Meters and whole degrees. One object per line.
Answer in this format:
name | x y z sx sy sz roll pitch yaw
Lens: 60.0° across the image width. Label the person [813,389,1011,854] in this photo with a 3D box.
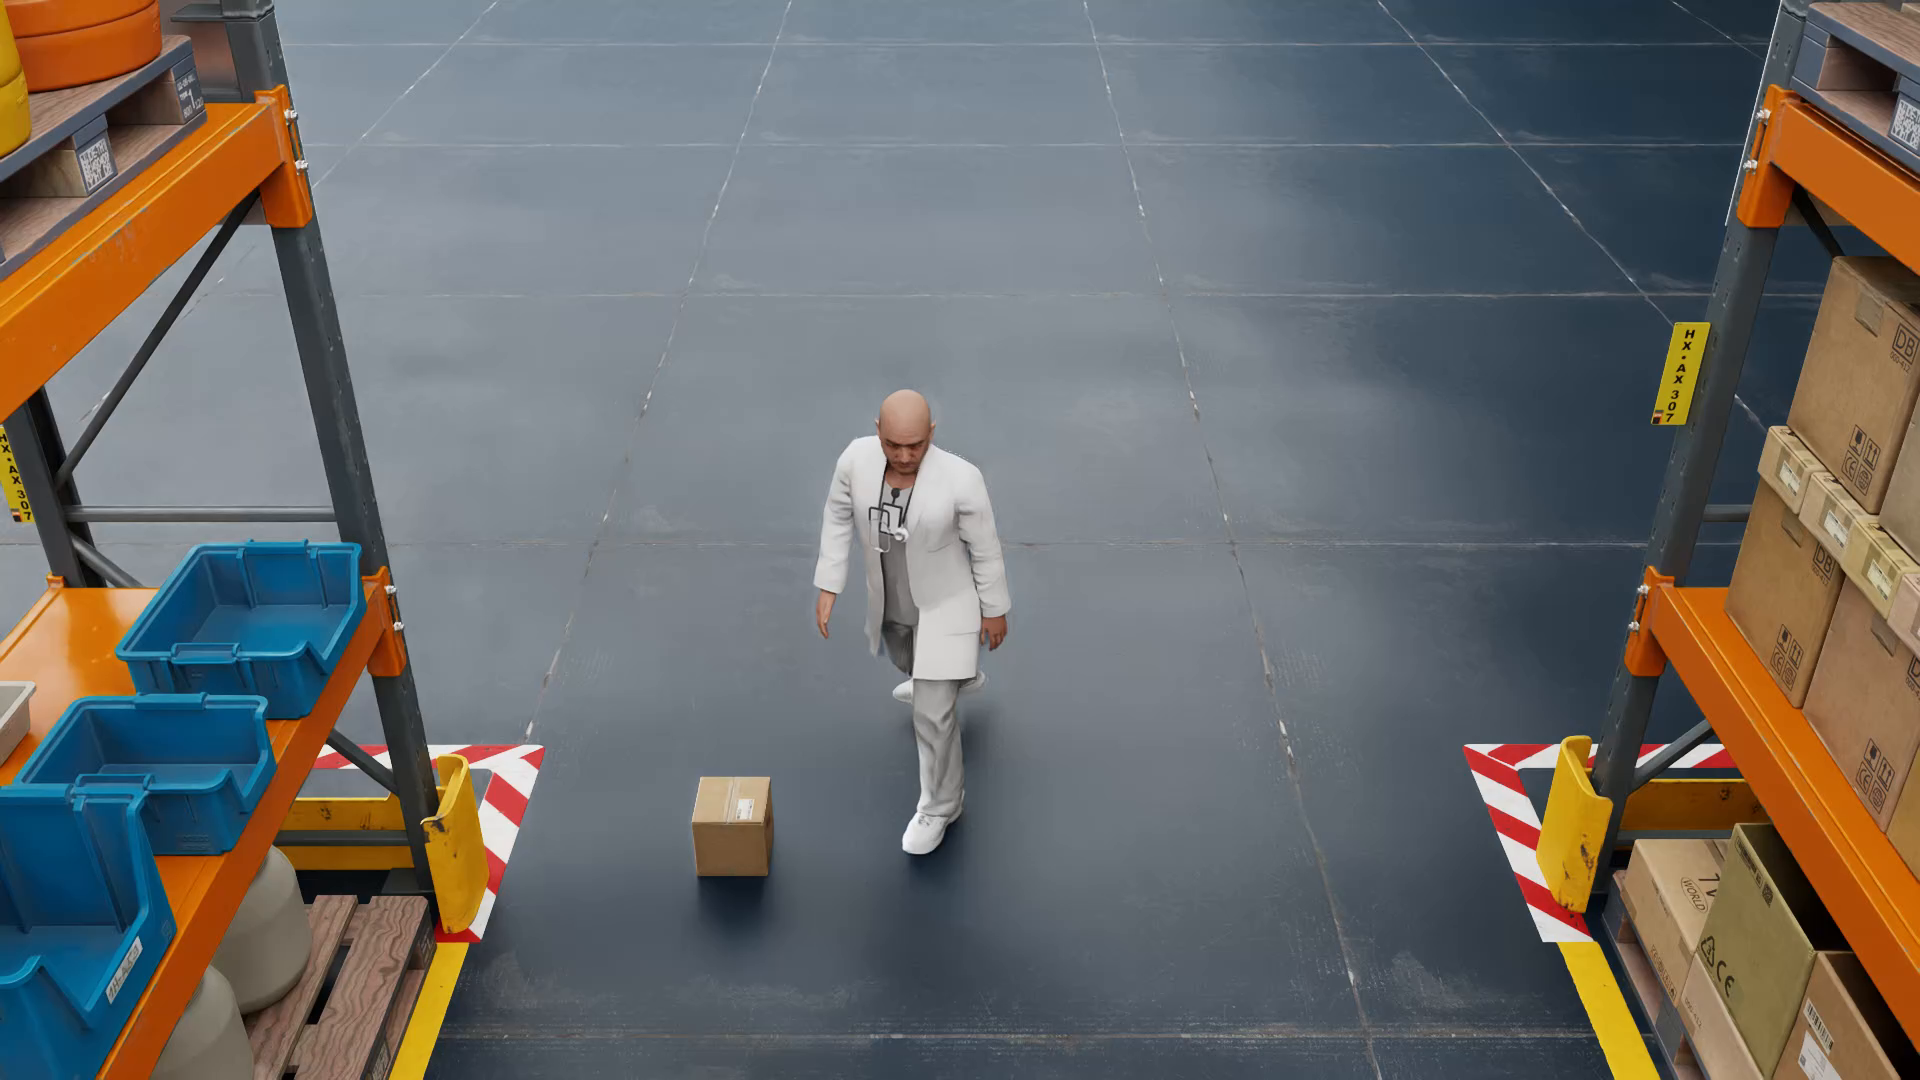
person | -0.112 0.150 5.935 0.661 1.718 0.962 17 35 25
